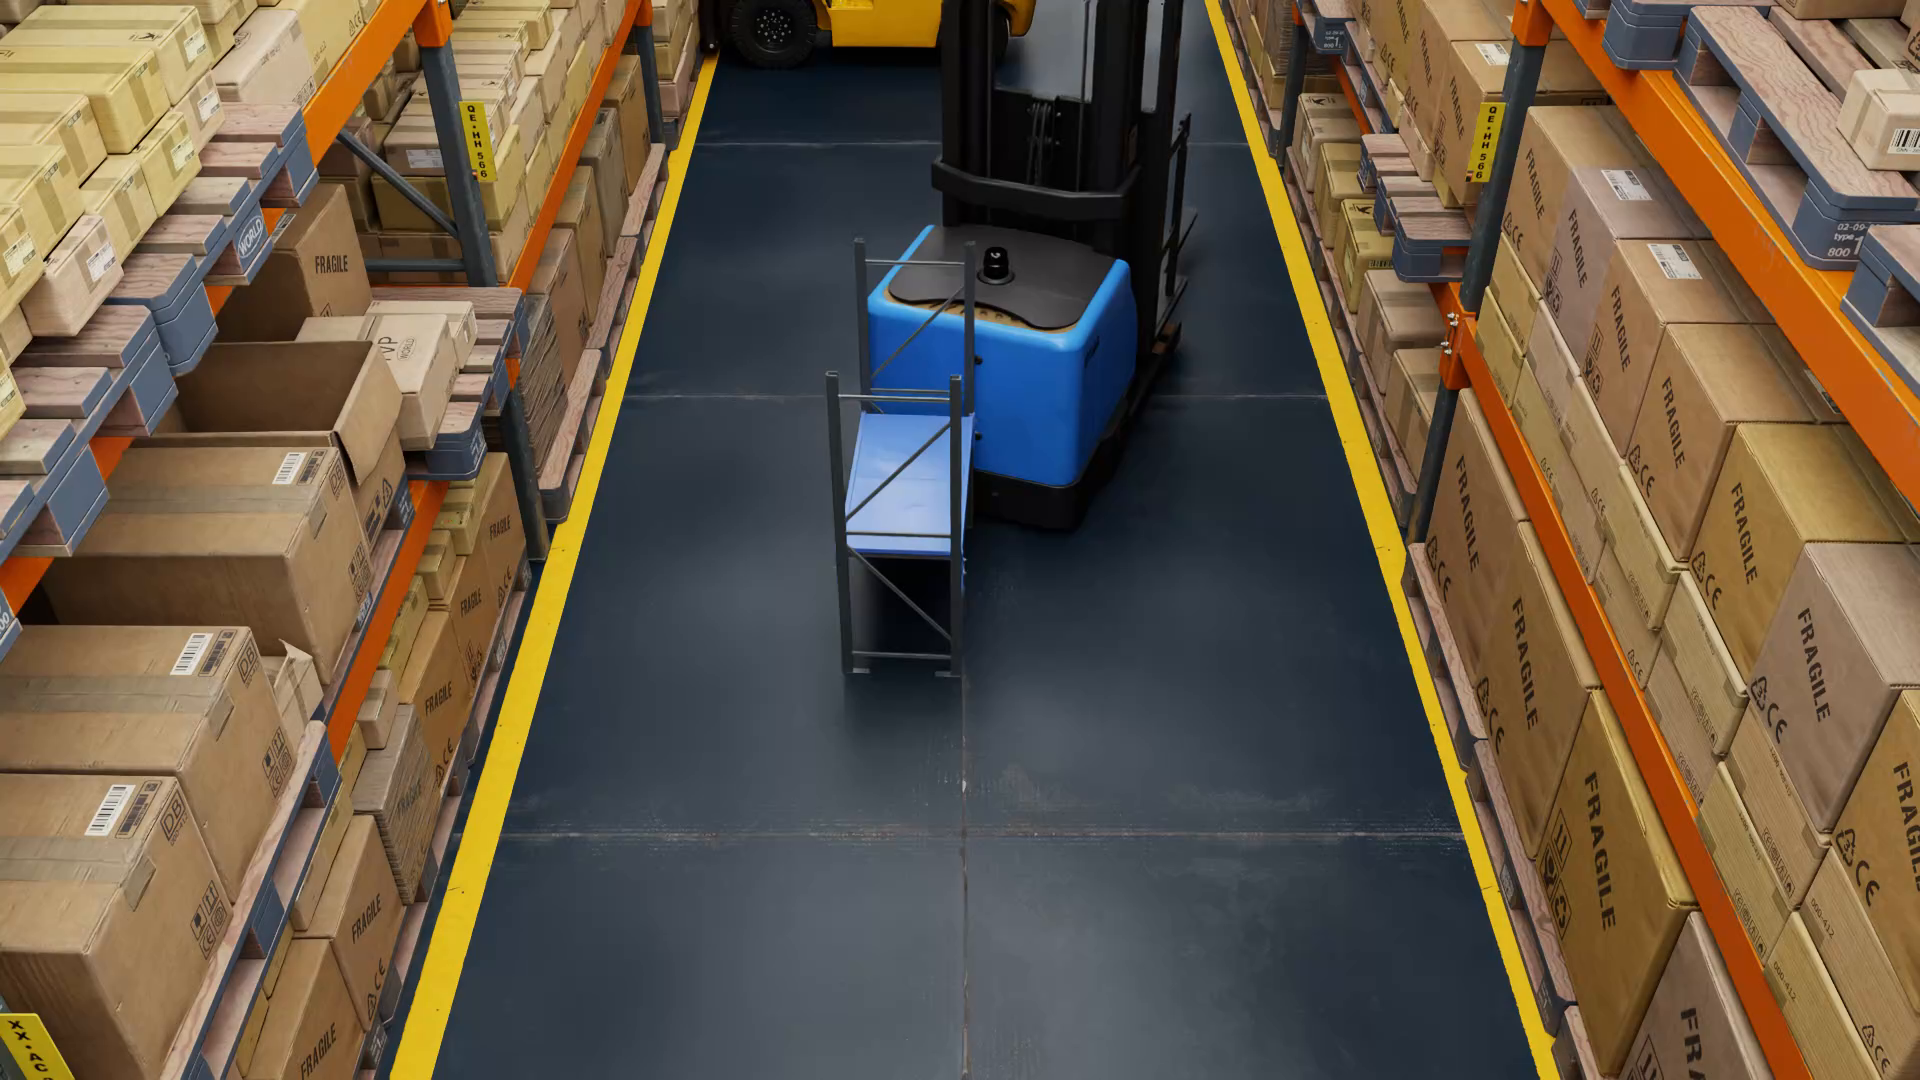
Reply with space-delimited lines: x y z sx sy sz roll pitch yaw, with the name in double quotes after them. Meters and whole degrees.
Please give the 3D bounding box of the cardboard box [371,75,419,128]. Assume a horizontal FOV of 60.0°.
-2.680 -1.843 7.371 0.500 0.250 0.500 0 39 0 "cardboard box"

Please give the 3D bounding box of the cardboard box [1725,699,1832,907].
2.318 0.665 4.241 0.500 0.250 0.500 1 39 1 "cardboard box"

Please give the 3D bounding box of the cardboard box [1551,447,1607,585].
2.327 -0.098 5.593 0.500 0.250 0.500 1 39 1 "cardboard box"

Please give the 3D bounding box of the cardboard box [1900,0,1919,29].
2.916 -1.532 4.637 0.396 0.266 0.258 -1 39 -1 "cardboard box"

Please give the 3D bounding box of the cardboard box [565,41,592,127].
-2.157 -2.286 8.323 0.500 0.250 0.500 1 39 1 "cardboard box"

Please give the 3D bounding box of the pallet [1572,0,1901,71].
2.619 -1.806 5.357 1.213 0.211 1.003 2 39 2 "pallet"

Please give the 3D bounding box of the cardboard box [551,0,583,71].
-2.163 -2.480 8.166 0.500 0.250 0.500 0 39 1 "cardboard box"

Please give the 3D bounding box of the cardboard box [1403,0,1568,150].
2.275 -2.038 7.241 0.500 0.500 0.500 -1 39 -1 "cardboard box"

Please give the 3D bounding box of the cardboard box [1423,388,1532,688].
2.483 -0.014 6.732 0.875 0.875 0.875 0 39 0 "cardboard box"

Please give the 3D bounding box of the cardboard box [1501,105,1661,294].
2.321 -1.232 6.009 0.500 0.500 0.500 -1 39 -2 "cardboard box"

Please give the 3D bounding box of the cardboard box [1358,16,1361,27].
2.270 -2.684 8.566 0.380 0.149 0.250 0 39 0 "cardboard box"

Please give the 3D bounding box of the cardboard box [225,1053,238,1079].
-2.177 1.451 4.447 0.380 0.149 0.250 -2 39 -2 "cardboard box"

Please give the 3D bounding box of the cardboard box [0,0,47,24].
-2.613 -1.467 4.346 0.380 0.149 0.250 0 39 0 "cardboard box"

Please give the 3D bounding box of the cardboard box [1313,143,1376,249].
2.568 -1.974 9.580 0.950 0.372 0.625 2 39 3 "cardboard box"

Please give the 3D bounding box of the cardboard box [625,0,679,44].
-2.090 -3.391 10.646 0.500 0.250 0.500 -1 39 -1 "cardboard box"

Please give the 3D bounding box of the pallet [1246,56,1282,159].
2.524 -2.945 11.256 1.003 0.211 1.213 0 39 0 "pallet"

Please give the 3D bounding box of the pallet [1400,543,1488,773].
2.490 0.470 6.995 1.003 0.211 1.213 0 39 0 "pallet"

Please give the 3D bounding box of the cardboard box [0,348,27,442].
-1.962 -0.229 3.023 0.380 0.149 0.250 0 39 0 "cardboard box"

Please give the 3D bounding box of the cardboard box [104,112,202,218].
-1.992 -0.864 3.816 0.380 0.149 0.250 1 39 1 "cardboard box"

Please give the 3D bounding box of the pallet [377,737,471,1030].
-2.437 1.211 6.071 1.003 0.211 1.213 0 39 0 "pallet"

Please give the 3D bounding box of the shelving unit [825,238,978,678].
-0.216 -0.336 6.971 0.538 1.500 1.048 2 39 2 "shelving unit"

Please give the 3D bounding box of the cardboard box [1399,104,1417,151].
2.219 -1.865 7.543 0.380 0.149 0.250 -2 39 -2 "cardboard box"

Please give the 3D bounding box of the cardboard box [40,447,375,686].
-2.173 0.076 4.841 0.700 0.500 0.500 0 39 0 "cardboard box"

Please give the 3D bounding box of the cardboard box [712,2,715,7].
-2.086 -3.957 12.152 0.500 0.250 0.500 1 39 1 "cardboard box"

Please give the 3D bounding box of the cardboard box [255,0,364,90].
-2.154 -1.582 5.047 0.500 0.250 0.500 0 39 0 "cardboard box"

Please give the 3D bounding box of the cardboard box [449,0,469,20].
-2.214 -2.567 7.956 0.380 0.149 0.250 0 39 0 "cardboard box"

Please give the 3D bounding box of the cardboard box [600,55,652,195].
-2.392 -2.518 10.056 0.875 0.625 0.625 2 39 2 "cardboard box"

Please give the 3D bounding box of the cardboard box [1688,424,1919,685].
2.329 0.041 4.421 0.500 0.500 0.500 1 39 1 "cardboard box"

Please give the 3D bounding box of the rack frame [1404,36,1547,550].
2.565 -1.111 6.738 1.000 3.000 0.127 0 39 0 "rack frame"

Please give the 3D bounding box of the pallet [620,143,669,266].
-2.364 -2.058 10.149 1.003 0.211 1.213 0 39 0 "pallet"

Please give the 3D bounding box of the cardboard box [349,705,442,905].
-2.171 0.935 5.847 0.500 0.500 0.500 -1 39 -2 "cardboard box"

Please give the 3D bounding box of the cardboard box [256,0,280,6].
-2.158 -1.670 4.837 0.380 0.149 0.250 0 39 0 "cardboard box"

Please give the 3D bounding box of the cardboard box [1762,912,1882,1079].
2.317 1.168 4.014 0.500 0.250 0.500 -1 39 -1 "cardboard box"

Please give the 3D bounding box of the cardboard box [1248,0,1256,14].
2.287 -4.003 11.610 0.500 0.500 0.500 2 39 2 "cardboard box"

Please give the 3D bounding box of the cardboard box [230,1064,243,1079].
-2.206 1.557 4.553 0.380 0.149 0.250 -1 39 -1 "cardboard box"

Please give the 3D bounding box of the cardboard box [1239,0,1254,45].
2.284 -3.724 11.862 0.500 0.250 0.500 1 39 1 "cardboard box"

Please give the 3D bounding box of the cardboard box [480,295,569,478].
-2.386 -0.733 7.829 0.875 0.625 0.625 1 39 1 "cardboard box"

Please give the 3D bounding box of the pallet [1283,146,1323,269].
2.563 -2.038 10.124 1.003 0.211 1.213 0 39 0 "pallet"

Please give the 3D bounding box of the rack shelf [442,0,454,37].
-2.401 -3.246 7.579 1.077 0.370 4.000 0 39 0 "rack shelf"

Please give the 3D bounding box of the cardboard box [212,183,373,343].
-2.555 -0.986 6.167 0.500 0.500 0.500 2 39 2 "cardboard box"

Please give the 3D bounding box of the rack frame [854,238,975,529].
-0.188 -0.654 7.367 0.500 1.500 0.032 2 39 2 "rack frame"

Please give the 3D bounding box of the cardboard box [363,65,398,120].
-2.653 -1.927 7.157 0.380 0.149 0.250 0 39 0 "cardboard box"

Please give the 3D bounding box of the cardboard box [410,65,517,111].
-2.132 -1.925 7.155 0.380 0.149 0.250 1 39 1 "cardboard box"

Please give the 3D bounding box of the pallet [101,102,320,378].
-2.329 -0.758 4.049 1.213 0.211 1.003 0 39 0 "pallet"

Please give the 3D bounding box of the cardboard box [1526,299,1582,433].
2.318 -0.608 5.830 0.500 0.250 0.500 1 39 1 "cardboard box"

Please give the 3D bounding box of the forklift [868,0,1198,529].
0.554 -2.119 8.051 1.130 2.935 3.031 13 41 16 "forklift"

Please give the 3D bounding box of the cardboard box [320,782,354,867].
-2.193 0.913 5.356 0.380 0.149 0.250 1 39 2 "cardboard box"

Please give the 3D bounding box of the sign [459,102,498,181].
-1.856 -1.533 6.401 0.100 0.325 0.005 0 39 0 "sign"

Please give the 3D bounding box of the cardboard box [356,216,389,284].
-2.655 -1.328 7.128 0.500 0.250 0.500 -1 39 -1 "cardboard box"

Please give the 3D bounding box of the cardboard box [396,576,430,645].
-2.203 0.262 6.169 0.380 0.149 0.250 1 39 1 "cardboard box"

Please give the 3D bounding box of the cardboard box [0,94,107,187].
-2.071 -0.829 3.534 0.380 0.149 0.250 0 39 1 "cardboard box"

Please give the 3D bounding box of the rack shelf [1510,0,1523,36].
2.563 -3.252 7.586 1.077 0.370 4.000 0 39 0 "rack shelf"
